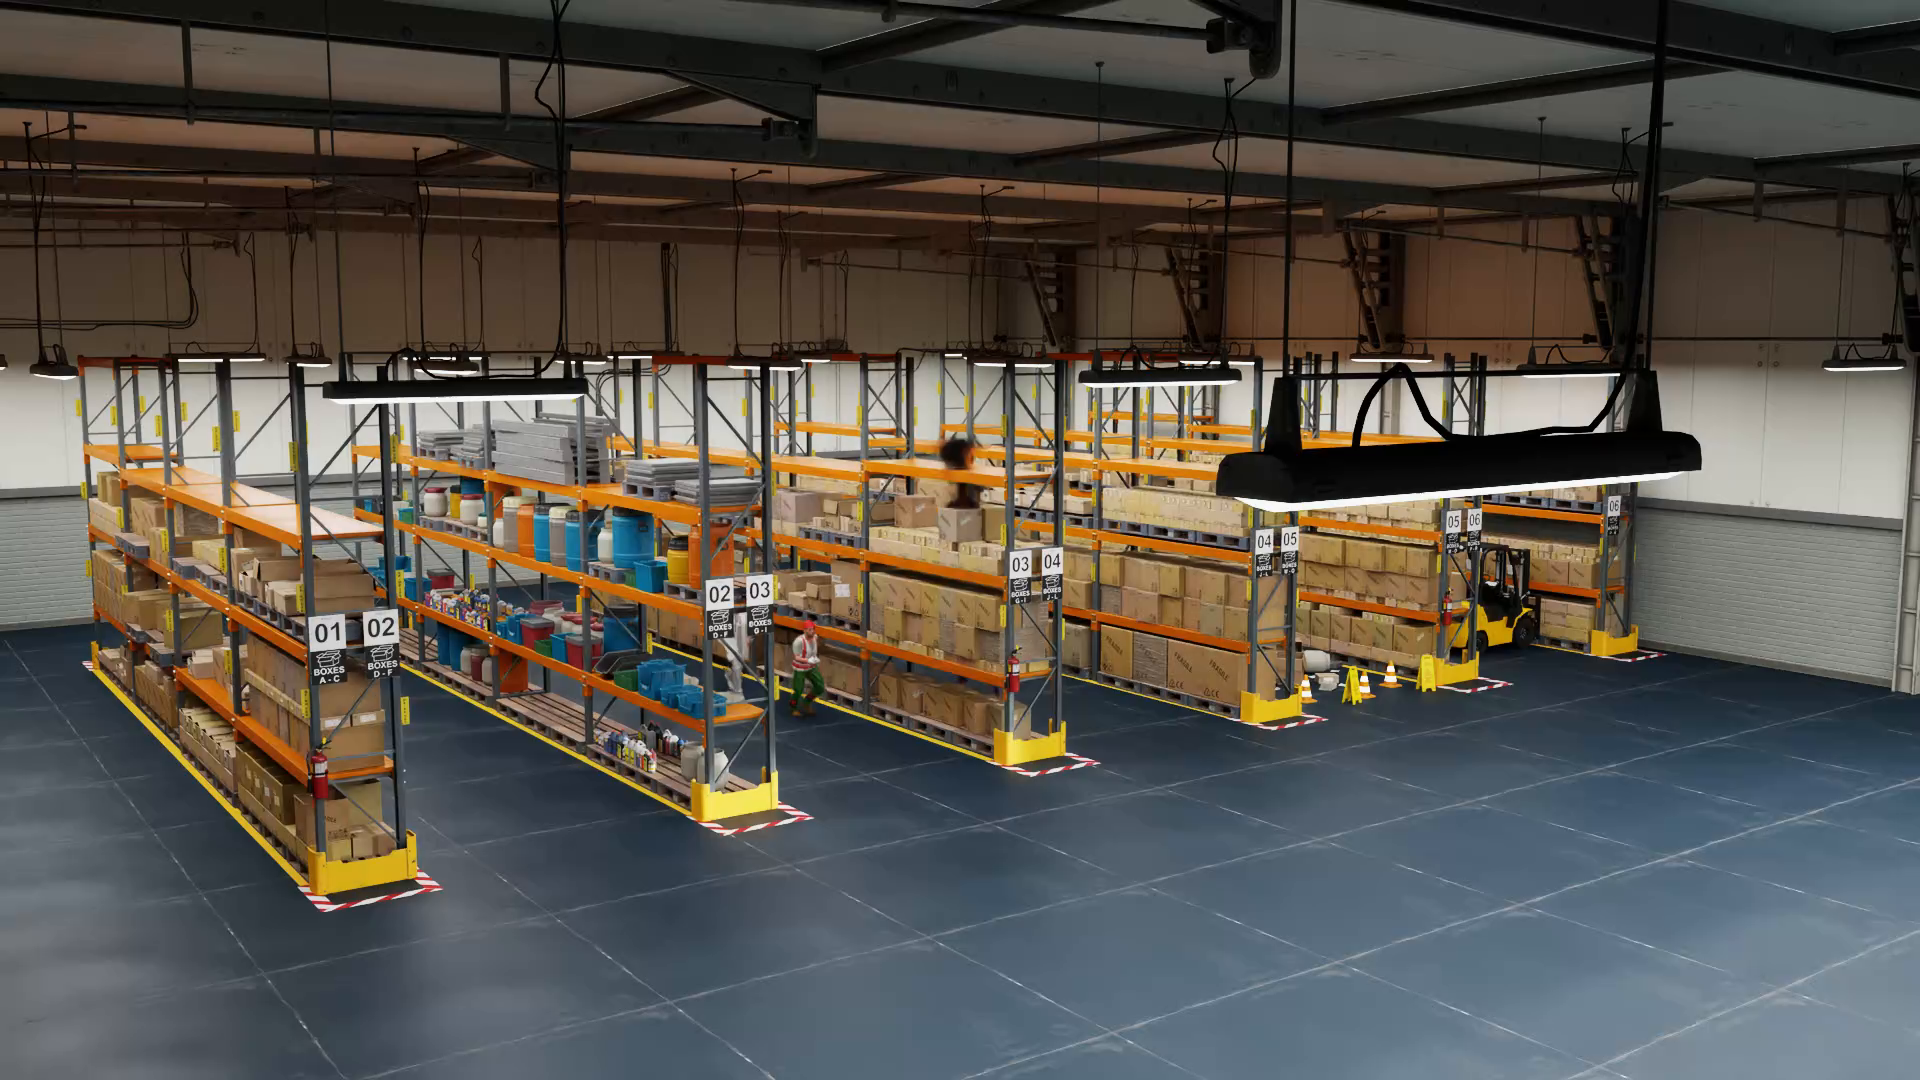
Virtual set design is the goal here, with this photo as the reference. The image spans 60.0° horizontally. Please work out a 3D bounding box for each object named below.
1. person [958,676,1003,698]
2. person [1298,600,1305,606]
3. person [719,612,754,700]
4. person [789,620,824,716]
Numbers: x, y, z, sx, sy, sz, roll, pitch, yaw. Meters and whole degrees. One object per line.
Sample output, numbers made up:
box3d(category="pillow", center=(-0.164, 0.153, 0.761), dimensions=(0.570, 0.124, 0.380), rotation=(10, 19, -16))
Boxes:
box3d(category="person", center=(0.404, 1.996, 29.589), dimensions=(0.973, 1.616, 0.649), rotation=(4, 8, 30))
box3d(category="person", center=(7.596, 1.132, 35.809), dimensions=(0.642, 1.708, 0.967), rotation=(-6, 9, -40))
box3d(category="person", center=(-3.983, 1.903, 29.405), dimensions=(0.711, 1.806, 0.878), rotation=(-4, 8, -29))
box3d(category="person", center=(-2.530, 2.143, 27.660), dimensions=(0.696, 1.682, 0.901), rotation=(-6, 9, -41))
